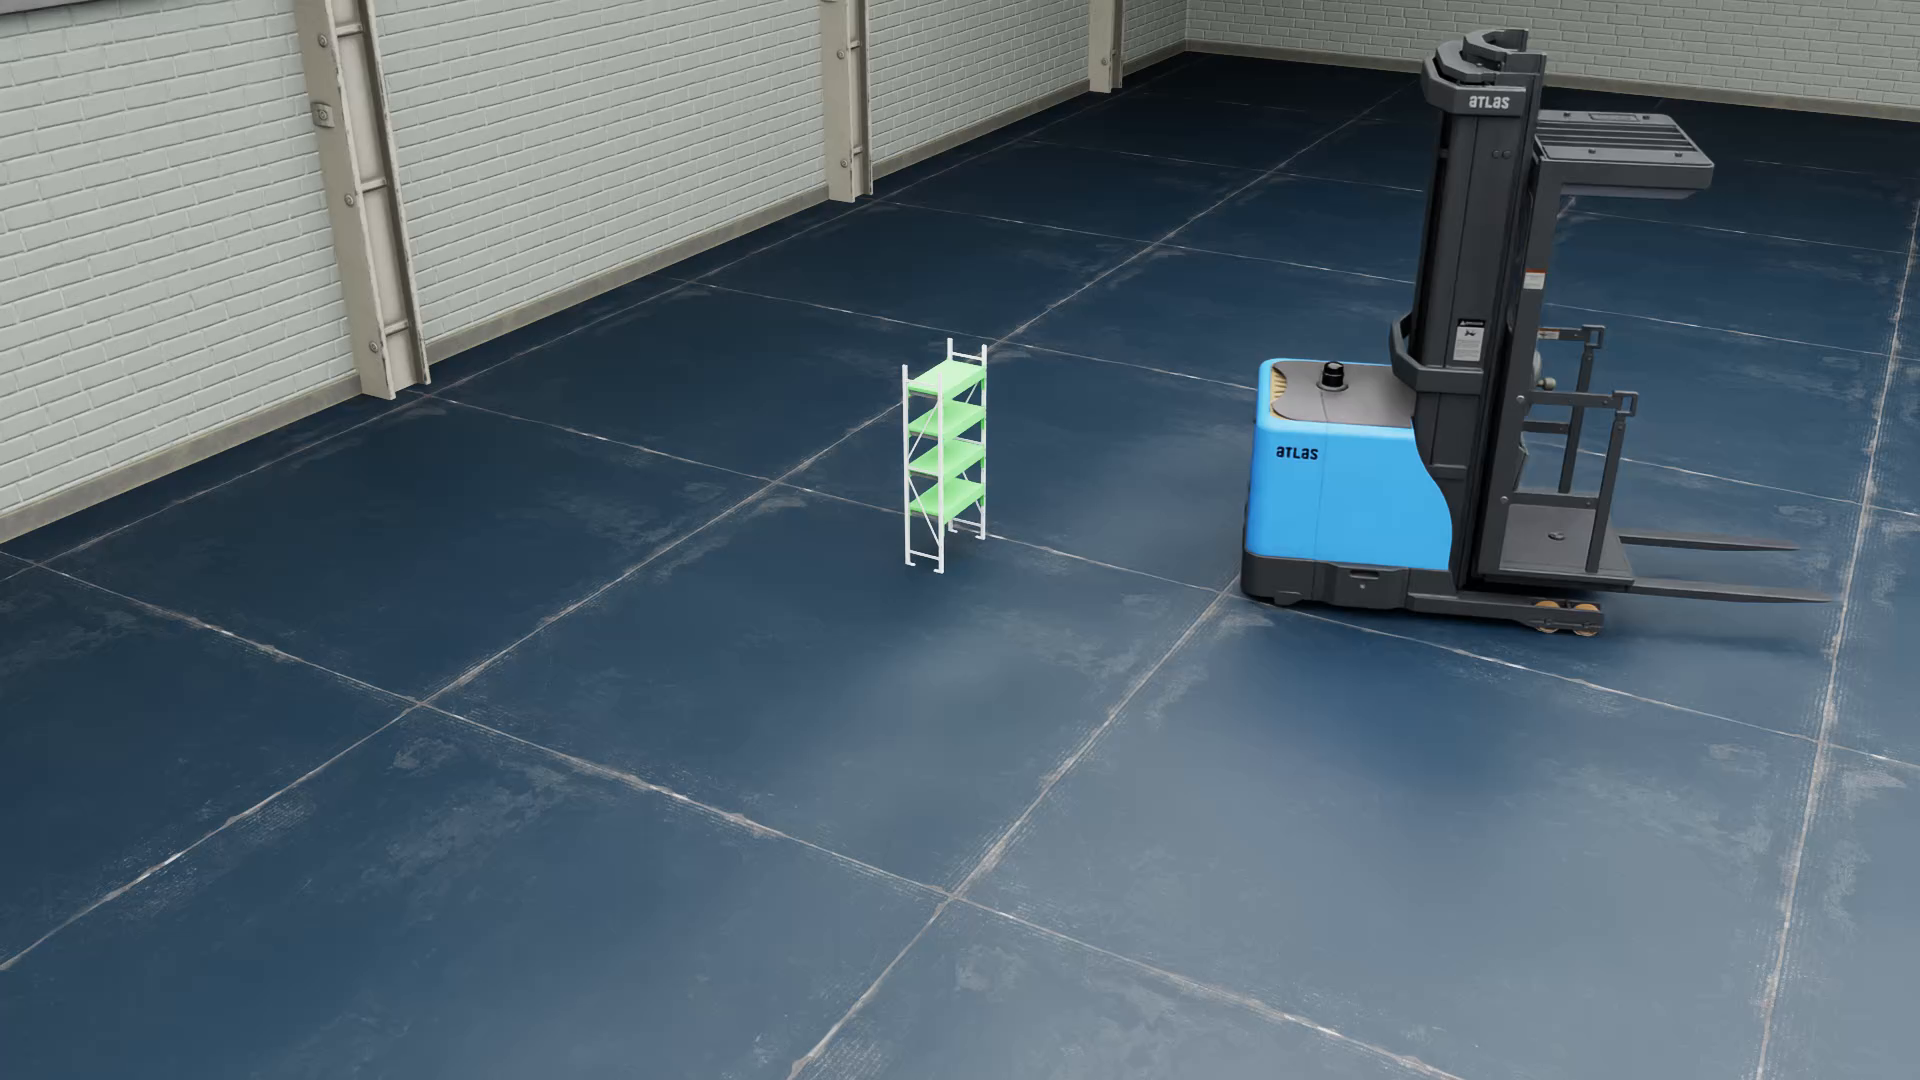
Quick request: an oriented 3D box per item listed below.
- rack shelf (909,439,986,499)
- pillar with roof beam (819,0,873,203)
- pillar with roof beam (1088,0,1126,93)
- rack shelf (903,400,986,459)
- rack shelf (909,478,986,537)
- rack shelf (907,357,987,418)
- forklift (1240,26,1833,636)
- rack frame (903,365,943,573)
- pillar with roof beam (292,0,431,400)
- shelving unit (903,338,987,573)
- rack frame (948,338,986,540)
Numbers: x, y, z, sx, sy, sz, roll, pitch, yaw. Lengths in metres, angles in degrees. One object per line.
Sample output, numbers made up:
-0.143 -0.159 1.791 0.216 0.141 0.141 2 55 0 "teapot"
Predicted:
-0.081 -0.415 9.381 0.258 0.148 0.480 14 30 26 "rack shelf"
2.648 -6.512 12.705 9.100 9.000 0.400 14 30 26 "pillar with roof beam"
5.599 -8.850 17.376 9.100 9.000 0.400 14 30 26 "pillar with roof beam"
-0.081 -0.629 9.274 0.258 0.148 0.480 14 30 26 "rack shelf"
-0.081 -0.200 9.489 0.258 0.148 0.480 14 30 26 "rack shelf"
-0.081 -0.844 9.166 0.258 0.148 0.480 14 30 26 "rack shelf"
3.098 -1.063 8.600 3.031 2.935 1.130 5 27 9 "forklift"
-0.201 -0.377 9.163 0.240 1.200 0.015 14 30 26 "rack frame"
-0.304 -4.173 8.034 9.100 9.000 0.400 14 30 26 "pillar with roof beam"
-0.081 -0.472 9.353 0.258 1.200 0.503 14 30 26 "shelving unit"
0.039 -0.567 9.542 0.240 1.200 0.015 14 30 26 "rack frame"
